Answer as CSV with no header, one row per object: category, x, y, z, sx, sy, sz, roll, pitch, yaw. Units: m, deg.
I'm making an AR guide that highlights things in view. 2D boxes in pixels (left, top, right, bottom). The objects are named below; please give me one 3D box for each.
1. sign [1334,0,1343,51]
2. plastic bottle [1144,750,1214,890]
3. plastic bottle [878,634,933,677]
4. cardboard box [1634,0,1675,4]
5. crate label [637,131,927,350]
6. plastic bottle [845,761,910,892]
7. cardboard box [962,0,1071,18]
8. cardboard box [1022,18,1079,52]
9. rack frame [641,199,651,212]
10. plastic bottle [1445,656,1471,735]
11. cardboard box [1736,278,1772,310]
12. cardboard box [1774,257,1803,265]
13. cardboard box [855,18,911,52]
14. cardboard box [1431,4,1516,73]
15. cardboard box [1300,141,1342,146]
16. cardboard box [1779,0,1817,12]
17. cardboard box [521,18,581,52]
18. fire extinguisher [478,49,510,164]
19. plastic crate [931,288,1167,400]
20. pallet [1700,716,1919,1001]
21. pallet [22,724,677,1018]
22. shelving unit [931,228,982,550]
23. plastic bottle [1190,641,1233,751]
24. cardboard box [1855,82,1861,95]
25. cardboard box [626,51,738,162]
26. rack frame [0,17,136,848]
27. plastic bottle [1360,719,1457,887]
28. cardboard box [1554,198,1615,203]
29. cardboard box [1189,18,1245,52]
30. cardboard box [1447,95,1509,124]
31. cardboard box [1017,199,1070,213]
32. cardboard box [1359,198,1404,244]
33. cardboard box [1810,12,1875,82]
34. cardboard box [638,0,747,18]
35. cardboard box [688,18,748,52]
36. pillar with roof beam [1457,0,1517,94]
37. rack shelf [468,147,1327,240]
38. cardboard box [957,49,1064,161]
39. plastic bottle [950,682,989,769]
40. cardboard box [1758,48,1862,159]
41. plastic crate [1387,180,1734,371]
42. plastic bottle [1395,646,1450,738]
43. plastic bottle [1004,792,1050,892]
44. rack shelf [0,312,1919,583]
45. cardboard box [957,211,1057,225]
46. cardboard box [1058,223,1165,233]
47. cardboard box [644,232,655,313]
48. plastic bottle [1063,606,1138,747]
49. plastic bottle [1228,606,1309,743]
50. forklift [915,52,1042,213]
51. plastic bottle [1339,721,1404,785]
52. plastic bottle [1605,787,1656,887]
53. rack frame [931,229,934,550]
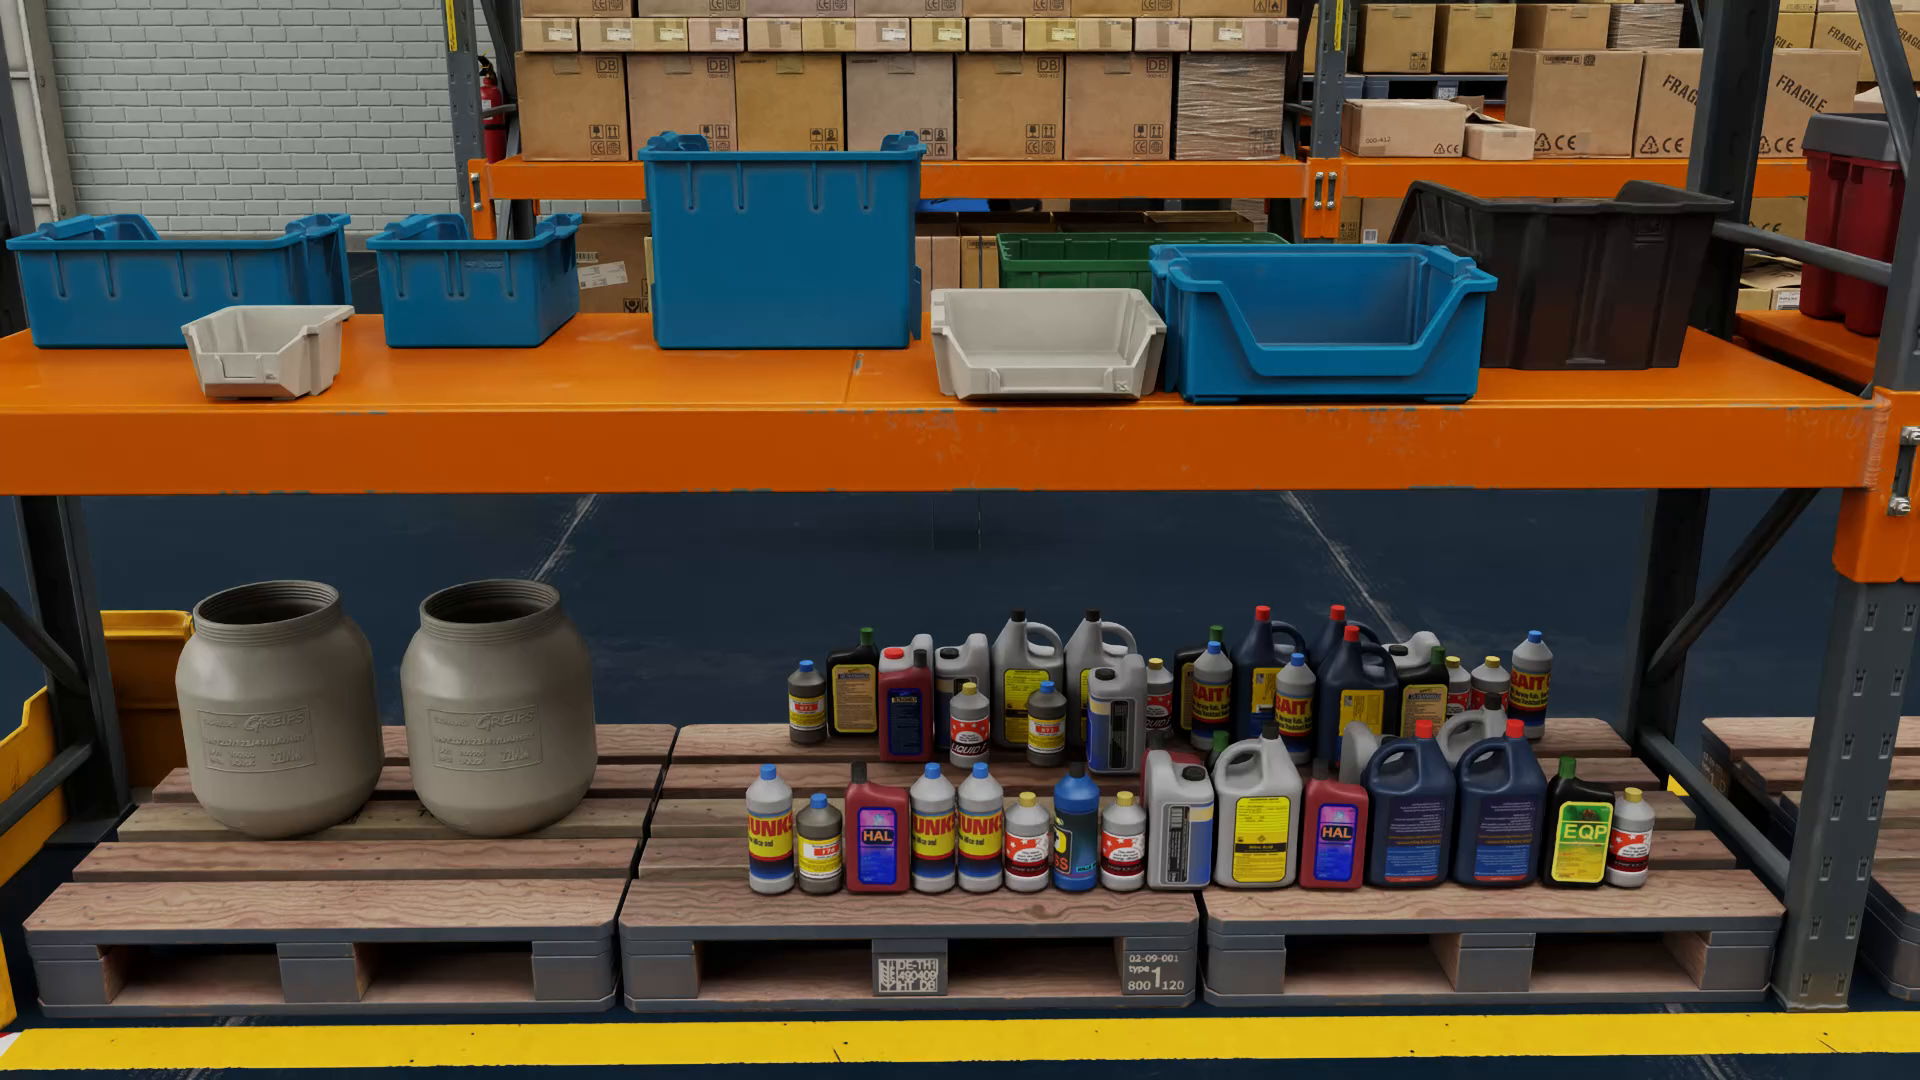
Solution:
sign,1.718,-2.387,7.531,0.005,0.325,0.100,0,18,-1
plastic bottle,0.465,0.587,3.546,0.135,0.276,0.152,0,18,0
plastic bottle,-0.136,0.378,4.199,0.135,0.276,0.152,0,18,0
cardboard box,5.280,-4.194,12.764,0.250,0.149,0.380,-3,18,-8
crate label,-0.382,-0.683,3.707,0.616,0.435,0.502,0,18,-1
plastic bottle,-0.173,0.601,3.491,0.133,0.283,0.061,0,18,0
cardboard box,0.258,-2.763,7.962,0.500,0.500,0.700,0,18,-1
cardboard box,0.421,-2.392,7.867,0.250,0.149,0.380,0,18,-1
rack frame,-2.374,-3.600,12.860,0.127,3.000,1.000,0,18,-1
plastic bottle,1.253,0.398,4.257,0.097,0.201,0.097,0,18,0
cardboard box,3.662,-1.198,8.267,0.500,0.311,0.500,0,18,1
cardboard box,4.653,-1.366,8.789,0.500,0.311,0.500,-1,18,-2
cardboard box,-0.359,-2.387,7.852,0.250,0.149,0.380,0,18,0
cardboard box,3.910,-3.878,12.841,0.500,0.500,0.700,0,18,-1
cardboard box,2.801,-3.007,13.156,0.500,0.250,0.500,-1,18,-2
cardboard box,6.112,-4.118,12.563,0.500,0.250,0.500,0,18,0
cardboard box,-1.896,-2.380,7.830,0.250,0.149,0.380,0,18,-1
fire extinguisher,-2.418,-2.192,8.596,0.183,0.674,0.296,0,18,-1
plastic crate,0.162,-0.383,3.262,0.437,0.136,0.530,0,18,-1
pallet,2.566,0.719,3.962,1.213,0.211,1.003,0,18,-1
pallet,-1.330,0.736,3.906,1.213,0.211,1.003,0,18,-1
shelving unit,-0.014,-0.571,6.364,0.189,1.200,0.258,0,18,-1
plastic bottle,0.633,0.386,4.179,0.097,0.271,0.097,0,18,0
cardboard box,6.726,-3.472,12.840,0.250,0.149,0.380,0,18,-1
cardboard box,-1.300,-2.137,8.135,0.500,0.500,0.700,0,18,1
rack frame,-2.218,-0.574,3.427,0.127,3.000,1.000,0,18,-1
plastic bottle,0.951,0.550,3.538,0.185,0.351,0.144,-1,18,-4
cardboard box,4.906,-2.638,13.234,0.500,0.500,0.700,0,18,0
cardboard box,1.192,-2.396,7.879,0.250,0.149,0.380,-1,18,-2
cardboard box,2.584,-2.103,8.412,0.258,0.266,0.396,-1,18,-2
cardboard box,0.588,-2.621,13.181,0.500,0.500,0.500,-2,18,-5
cardboard box,3.388,-2.655,13.286,0.500,0.500,0.700,0,18,0
cardboard box,6.638,-3.761,12.679,0.500,0.500,0.500,0,18,1
cardboard box,-1.246,-2.755,7.938,0.500,0.500,0.700,-1,18,-2
cardboard box,-1.131,-2.383,7.840,0.250,0.149,0.380,-1,18,-2
pillar with roof beam,4.379,-5.438,8.769,0.400,9.000,9.100,0,18,-1
rack shelf,-0.292,-1.754,8.283,4.000,0.370,1.077,0,18,-1
cardboard box,0.235,-2.144,8.157,0.500,0.500,0.700,0,18,0
plastic bottle,0.024,0.450,4.094,0.097,0.201,0.097,0,18,0
cardboard box,4.029,-2.160,8.207,0.500,0.500,0.500,-1,18,-4
plastic crate,1.256,-0.600,3.610,0.504,0.338,0.767,0,18,-1
plastic bottle,1.136,0.400,4.115,0.133,0.283,0.061,0,18,-1
plastic bottle,0.142,0.633,3.526,0.097,0.201,0.097,0,18,0
rack shelf,-0.218,-0.241,3.567,4.000,0.370,1.077,0,18,-1
cardboard box,0.239,-1.443,8.721,0.500,0.500,0.500,0,18,-1
cardboard box,0.747,-1.286,8.233,0.500,0.500,0.500,0,18,-1
cardboard box,-1.253,-1.273,8.190,0.500,0.500,0.500,0,18,-1
plastic bottle,0.354,0.338,4.198,0.185,0.351,0.144,0,18,-1
plastic bottle,0.779,0.336,4.205,0.185,0.351,0.144,-1,18,-3
forklift,-0.030,-2.972,11.012,1.130,2.935,3.031,8,20,24
plastic bottle,0.923,0.541,3.690,0.135,0.276,0.152,0,18,-1
plastic bottle,1.424,0.626,3.545,0.097,0.201,0.097,0,18,0
rack frame,-0.106,-0.571,6.363,0.006,1.200,0.240,0,18,-1
